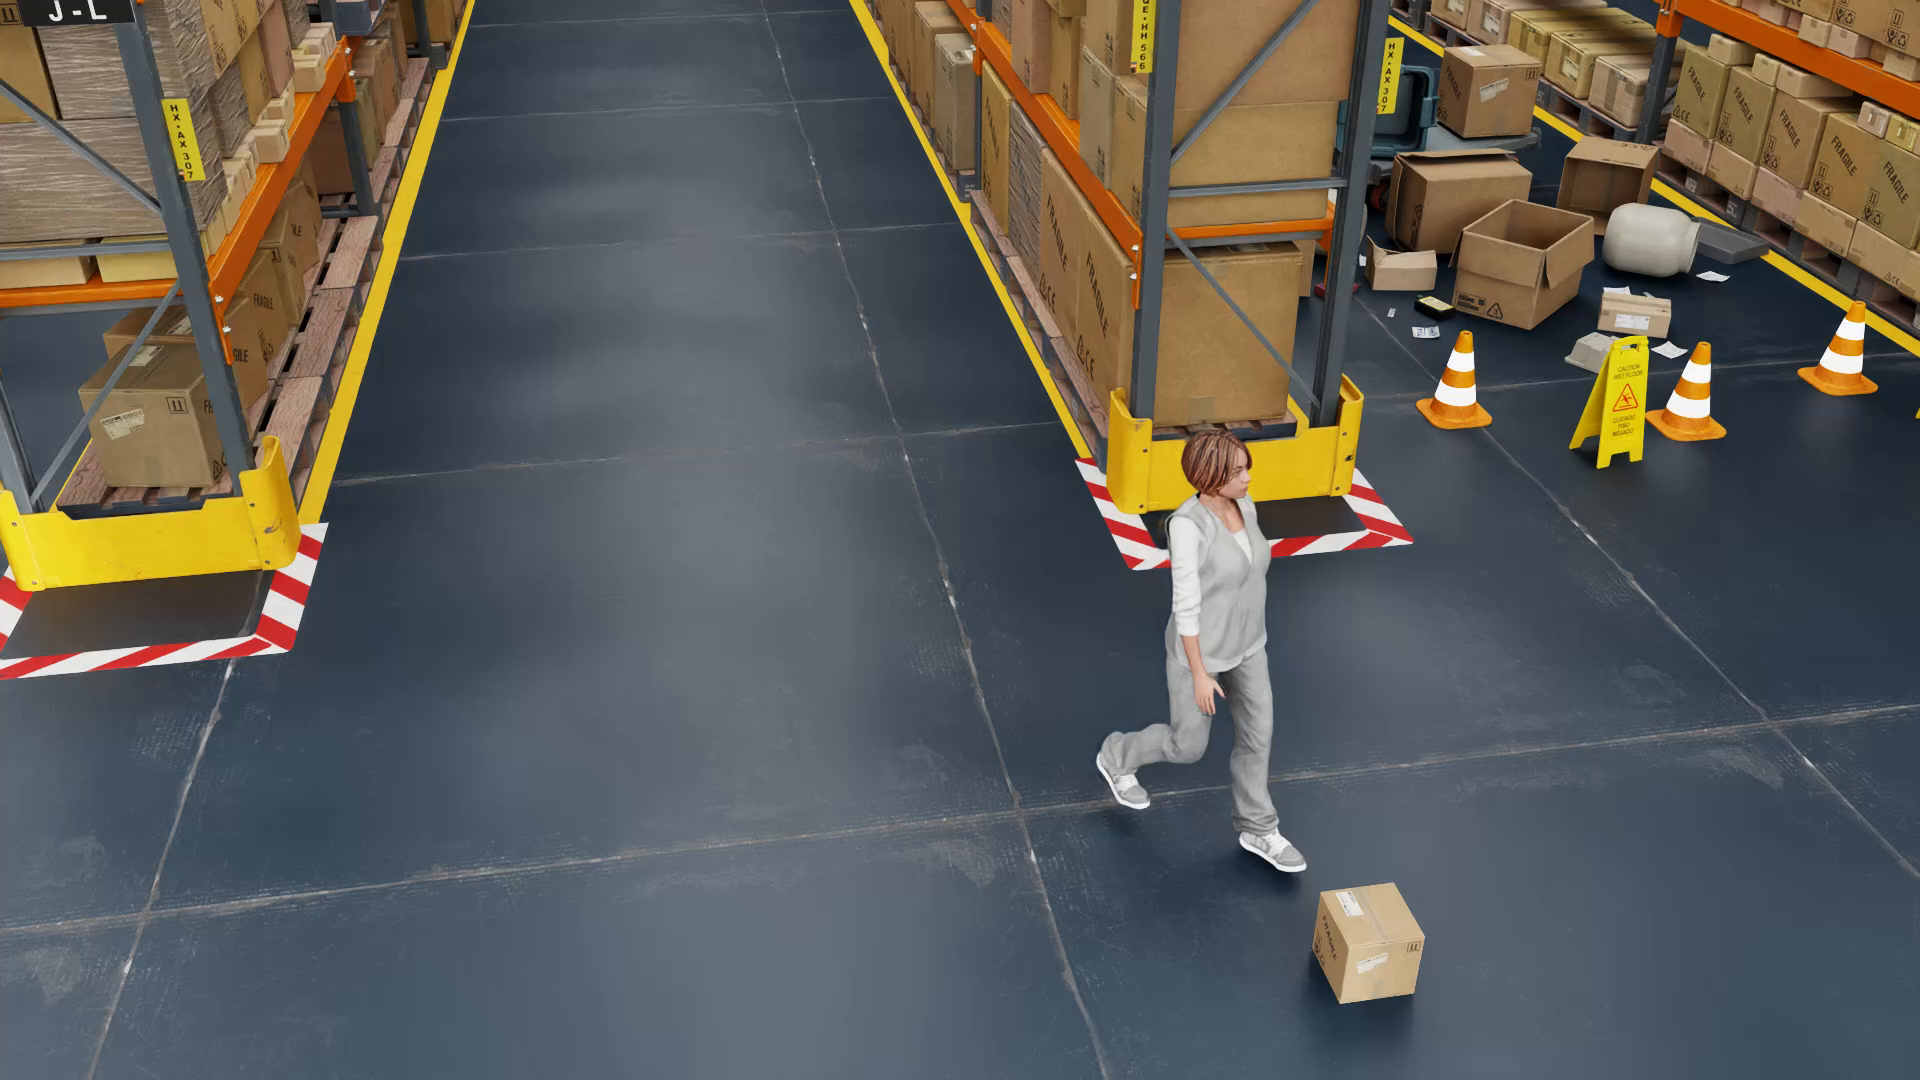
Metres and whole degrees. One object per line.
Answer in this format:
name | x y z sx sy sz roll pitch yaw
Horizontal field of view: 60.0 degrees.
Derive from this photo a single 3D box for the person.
person | 0.858 0.362 5.526 0.411 1.564 0.793 -24 39 -34
